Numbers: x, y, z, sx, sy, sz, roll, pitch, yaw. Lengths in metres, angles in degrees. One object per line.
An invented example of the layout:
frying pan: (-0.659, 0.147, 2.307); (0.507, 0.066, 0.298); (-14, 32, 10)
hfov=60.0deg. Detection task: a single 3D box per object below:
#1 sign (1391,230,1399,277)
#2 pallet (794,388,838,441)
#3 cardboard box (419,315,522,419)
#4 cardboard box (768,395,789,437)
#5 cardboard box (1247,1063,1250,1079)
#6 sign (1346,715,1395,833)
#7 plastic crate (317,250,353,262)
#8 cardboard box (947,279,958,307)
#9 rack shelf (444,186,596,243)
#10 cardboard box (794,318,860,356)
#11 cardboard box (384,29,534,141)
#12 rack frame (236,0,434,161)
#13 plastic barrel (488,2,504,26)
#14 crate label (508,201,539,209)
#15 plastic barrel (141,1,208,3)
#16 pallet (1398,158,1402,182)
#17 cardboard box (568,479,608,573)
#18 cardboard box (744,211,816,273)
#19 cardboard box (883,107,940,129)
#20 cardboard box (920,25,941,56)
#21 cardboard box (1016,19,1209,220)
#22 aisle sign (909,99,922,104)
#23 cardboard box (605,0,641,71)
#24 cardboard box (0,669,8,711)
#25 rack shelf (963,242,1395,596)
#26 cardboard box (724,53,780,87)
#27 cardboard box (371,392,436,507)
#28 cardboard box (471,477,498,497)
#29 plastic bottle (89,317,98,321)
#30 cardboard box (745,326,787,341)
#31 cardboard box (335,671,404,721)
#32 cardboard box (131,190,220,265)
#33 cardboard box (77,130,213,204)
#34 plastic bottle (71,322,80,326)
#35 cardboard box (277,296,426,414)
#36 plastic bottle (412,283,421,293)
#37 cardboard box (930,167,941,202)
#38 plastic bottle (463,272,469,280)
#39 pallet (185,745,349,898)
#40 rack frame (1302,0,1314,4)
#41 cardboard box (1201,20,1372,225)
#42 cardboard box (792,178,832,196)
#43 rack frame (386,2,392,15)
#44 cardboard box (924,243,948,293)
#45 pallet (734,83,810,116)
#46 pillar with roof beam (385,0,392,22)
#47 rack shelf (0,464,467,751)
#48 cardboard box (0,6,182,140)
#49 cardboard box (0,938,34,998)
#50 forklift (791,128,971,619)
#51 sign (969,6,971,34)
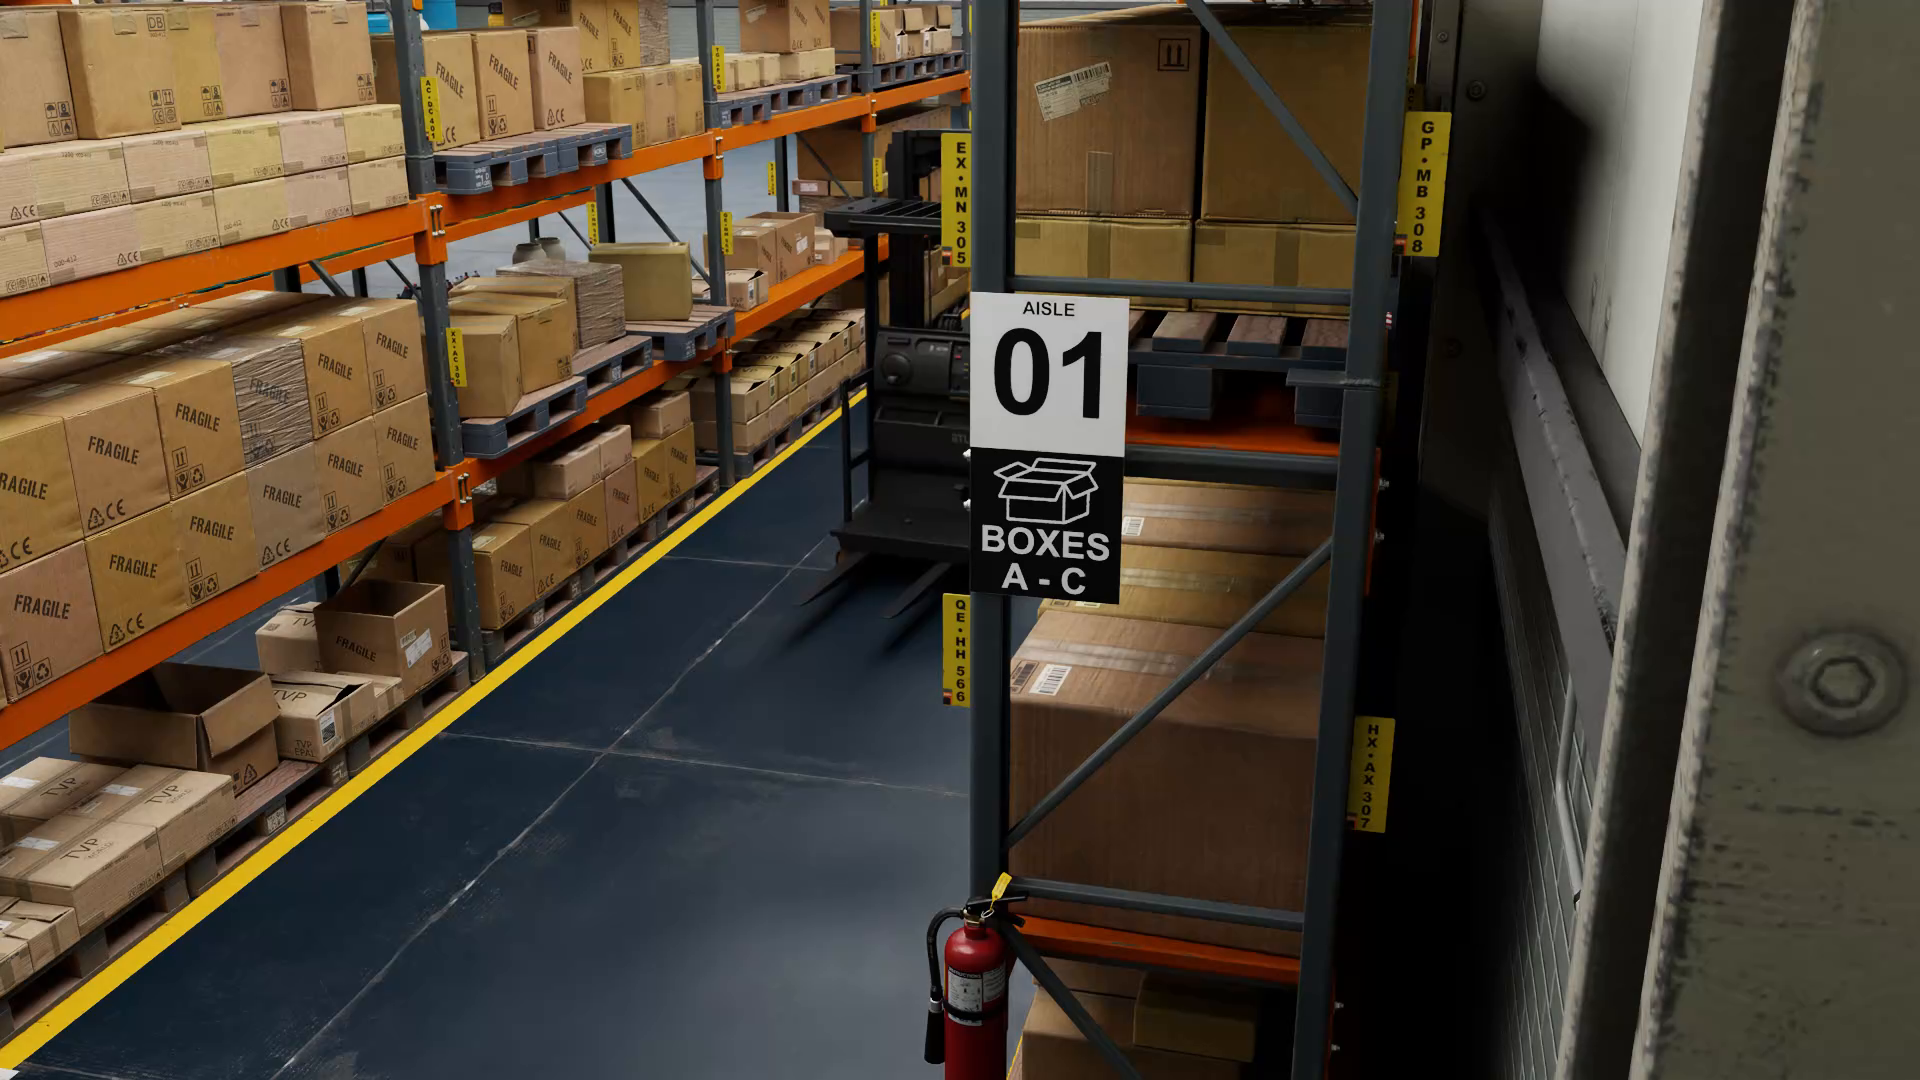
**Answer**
sign: (3.019, -2.004, 11.622); (0.100, 0.325, 0.005); (5, 19, 13)
pallet: (-1.785, -1.205, 15.389); (1.003, 0.211, 1.213); (5, 19, 13)
cardboard box: (-2.969, -1.012, 9.705); (0.700, 0.500, 0.500); (-2, 19, -5)
cardboard box: (-1.790, -1.085, 14.327); (0.500, 0.250, 0.500); (4, 19, 12)
cardboard box: (0.722, 1.609, 6.054); (0.700, 0.500, 0.500); (5, 19, 13)
sign: (1.062, 0.607, 4.307); (0.100, 0.325, 0.005); (5, 19, 13)
plastic crate: (-6.301, -2.866, 16.266); (0.450, 0.188, 0.662); (5, 19, 13)
cardboard box: (-0.325, -2.945, 19.772); (0.500, 0.250, 0.500); (5, 19, 13)
rack shelf: (-5.661, -3.821, 19.847); (1.077, 0.370, 4.000); (5, 19, 13)
cardboard box: (-1.289, -1.992, 16.116); (0.500, 0.311, 0.500); (5, 20, 15)
cardboard box: (-2.966, -2.711, 9.884); (0.600, 0.600, 0.600); (4, 19, 13)
rack frame: (-3.302, -3.474, 8.436); (1.000, 3.000, 0.127); (5, 19, 13)
plastic barrel: (-5.327, -6.128, 19.907); (0.600, 0.588, 0.600); (0, 19, 0)
crate label: (-5.359, -4.207, 19.809); (0.502, 0.435, 0.616); (5, 19, 13)
plastic barrel: (-6.715, -4.178, 14.363); (0.600, 0.901, 0.600); (0, 19, 0)
pallet: (2.104, -2.272, 9.850); (1.003, 0.211, 1.213); (6, 20, 16)
cardboard box: (-2.698, -0.117, 11.075); (0.500, 0.500, 0.500); (5, 19, 14)
cardboard box: (-1.679, -2.785, 15.546); (0.500, 0.500, 0.500); (6, 20, 17)
cardboard box: (-0.632, -4.730, 19.234); (0.700, 0.500, 0.500); (4, 19, 12)
cardboard box: (-0.531, -5.482, 18.229); (0.500, 0.311, 0.500); (7, 20, 20)
cardboard box: (0.440, -1.192, 4.662); (0.500, 0.500, 0.500); (5, 19, 13)
aisle sign: (-0.651, -5.671, 20.128); (0.394, 0.787, 0.004); (5, 19, 13)
cardboard box: (-2.562, -3.532, 11.547); (0.500, 0.500, 0.500); (5, 19, 13)
cardboard box: (-3.915, 0.453, 6.065); (0.500, 0.500, 0.500); (5, 20, 15)
rack shelf: (1.014, -0.697, 6.060); (1.077, 0.370, 4.000); (5, 19, 13)
cardboard box: (-1.873, -4.095, 14.478); (0.500, 0.250, 0.500); (3, 19, 9)
cardboard box: (-3.175, -0.505, 8.871); (0.500, 0.500, 0.500); (5, 19, 14)
cardboard box: (-3.207, -0.149, 11.169); (0.500, 0.500, 0.500); (5, 19, 14)
plastic bottle: (-6.962, -1.892, 13.284); (0.097, 0.271, 0.097); (0, 19, 0)
cardboard box: (-1.942, -1.877, 15.778); (0.500, 0.311, 0.500); (4, 19, 12)
cardboard box: (-3.199, 0.829, 8.849); (0.380, 0.149, 0.250); (5, 19, 13)
cardboard box: (-3.536, -1.340, 7.062); (0.500, 0.250, 0.500); (5, 19, 13)
cardboard box: (-3.530, -1.576, 6.980); (0.500, 0.250, 0.500); (5, 19, 13)
plastic bottle: (-7.009, -1.831, 13.105); (0.097, 0.271, 0.097); (0, 19, 0)
cardboard box: (-3.174, -0.976, 8.704); (0.500, 0.500, 0.500); (5, 19, 14)
plastic bottle: (-6.224, -2.774, 19.086); (0.144, 0.351, 0.185); (4, 19, 11)
cardboard box: (-0.620, -4.133, 19.493); (0.700, 0.500, 0.500); (5, 20, 15)
plastic bottle: (-5.990, -3.098, 20.139); (0.061, 0.283, 0.133); (5, 19, 14)
pallet: (-3.766, 1.284, 8.103); (1.003, 0.211, 1.213); (5, 19, 13)
rack frame: (1.503, -3.084, 7.294); (1.000, 3.000, 0.127); (5, 19, 13)
cardboard box: (0.938, -1.150, 4.541); (0.500, 0.500, 0.500); (4, 19, 11)
cardboard box: (-1.488, -3.599, 16.925); (0.380, 0.149, 0.250); (5, 19, 13)
rack frame: (-6.149, -6.374, 16.926); (1.000, 3.000, 0.127); (5, 19, 13)
cardboard box: (-0.442, -3.142, 19.191); (0.500, 0.500, 0.500); (5, 19, 13)
pallet: (-1.975, -3.789, 14.292); (1.003, 0.211, 1.213); (6, 20, 16)
pillar with roof beam: (-13.938, -18.108, 51.280); (9.100, 9.000, 0.400); (5, 19, 13)
rack shelf: (-3.790, 0.332, 7.687); (1.077, 0.370, 4.000); (5, 19, 13)
cardboard box: (-3.734, -1.948, 6.908); (0.700, 0.500, 0.500); (5, 19, 13)
cardboard box: (-3.843, 1.656, 6.430); (0.380, 0.149, 0.250); (5, 19, 13)
forklift: (-0.216, -1.197, 11.158); (1.130, 2.935, 3.031); (7, 20, 19)
sign: (0.153, -6.150, 19.664); (0.100, 0.325, 0.005); (5, 19, 13)
